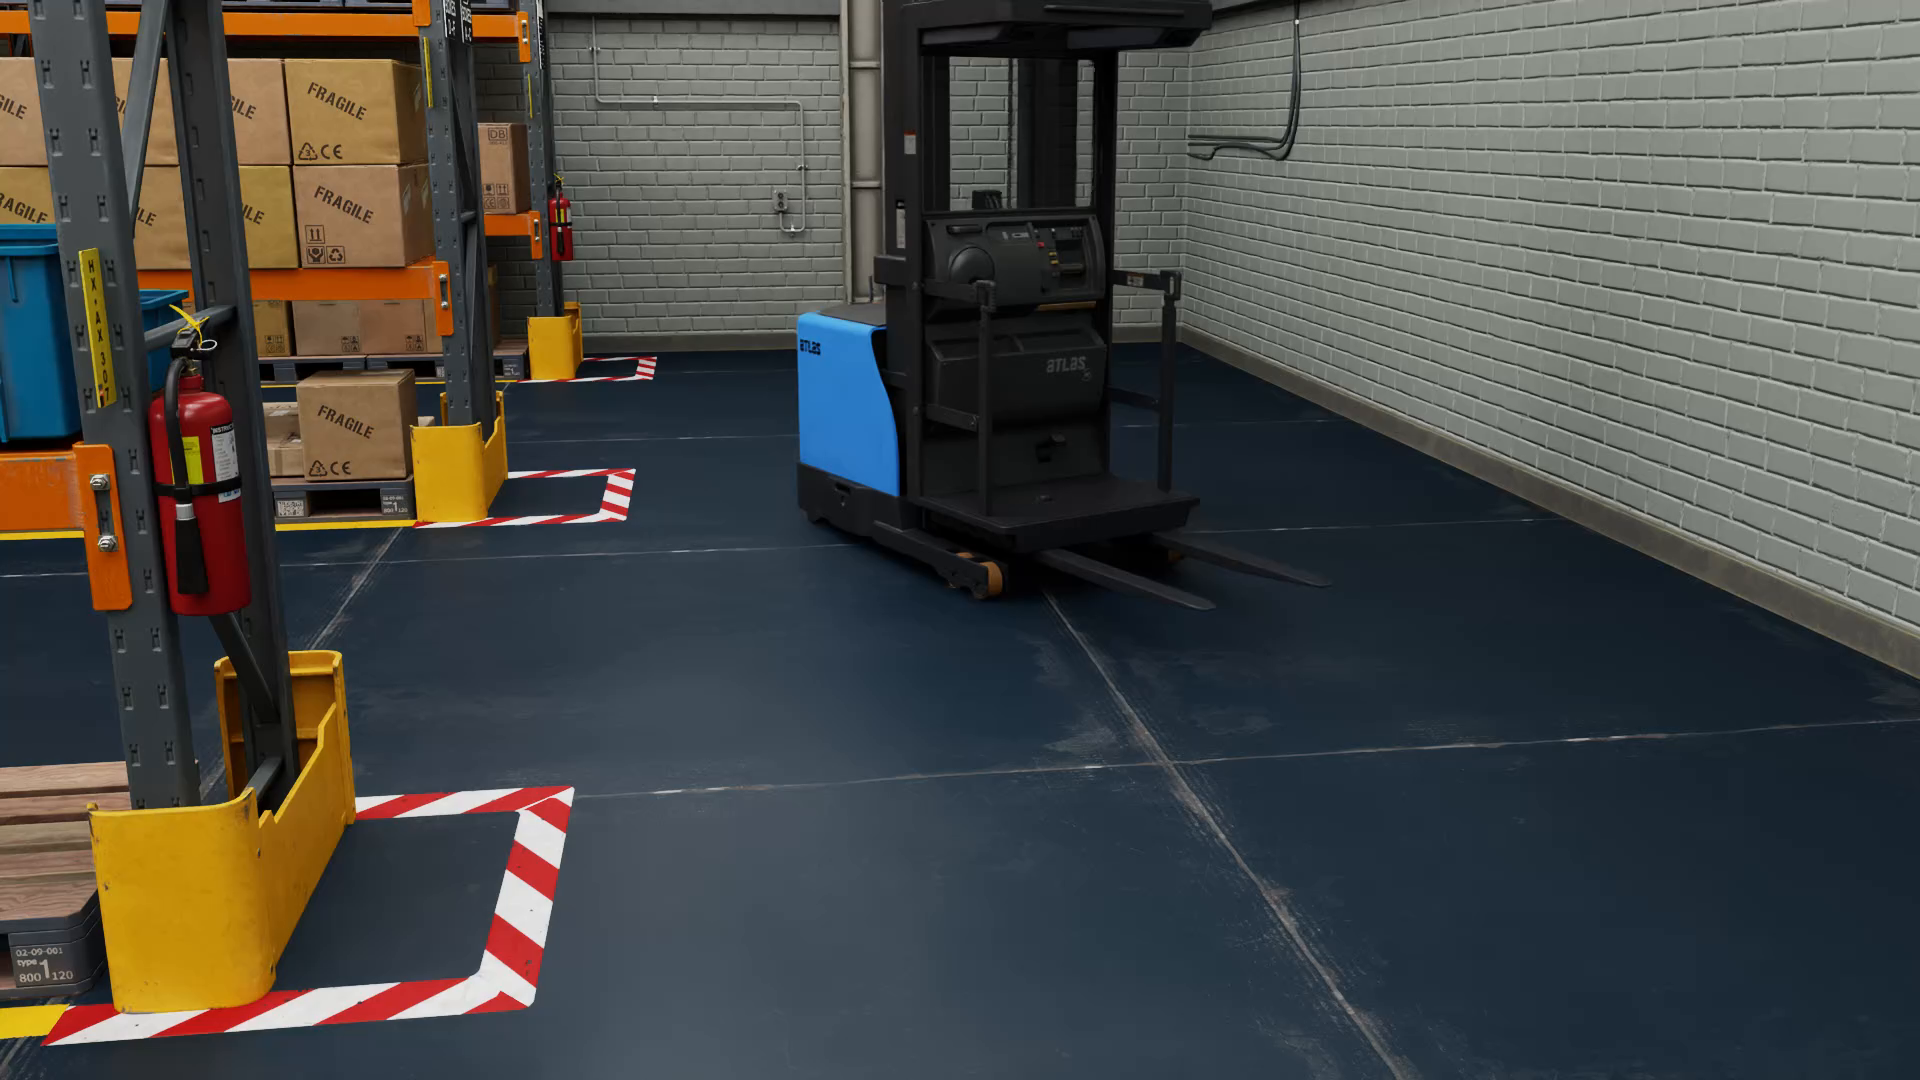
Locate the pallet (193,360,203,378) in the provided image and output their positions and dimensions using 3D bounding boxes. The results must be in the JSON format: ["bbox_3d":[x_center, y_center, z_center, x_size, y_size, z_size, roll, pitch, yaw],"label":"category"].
[{"bbox_3d":[-6.577,-1.392,13.339,1.213,0.211,1.003,-2,14,-8],"label":"pallet"}]

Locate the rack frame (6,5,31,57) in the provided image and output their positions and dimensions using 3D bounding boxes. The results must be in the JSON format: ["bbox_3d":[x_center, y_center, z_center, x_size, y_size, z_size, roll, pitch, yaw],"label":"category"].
[{"bbox_3d":[-7.341,-2.736,12.965,0.127,3.000,1.000,-2,14,-8],"label":"rack frame"}]

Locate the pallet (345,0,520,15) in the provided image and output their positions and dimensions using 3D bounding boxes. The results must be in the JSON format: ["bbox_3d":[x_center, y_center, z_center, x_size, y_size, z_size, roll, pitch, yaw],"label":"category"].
[{"bbox_3d":[-4.118,-4.264,13.072,1.213,0.211,1.003,-2,14,-8],"label":"pallet"}]

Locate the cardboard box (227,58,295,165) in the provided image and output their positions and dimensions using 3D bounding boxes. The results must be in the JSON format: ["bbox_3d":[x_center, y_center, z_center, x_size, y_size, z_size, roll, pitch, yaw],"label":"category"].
[{"bbox_3d":[-3.542,-2.122,8.257,0.500,0.500,0.500,-2,14,-7],"label":"cardboard box"}]

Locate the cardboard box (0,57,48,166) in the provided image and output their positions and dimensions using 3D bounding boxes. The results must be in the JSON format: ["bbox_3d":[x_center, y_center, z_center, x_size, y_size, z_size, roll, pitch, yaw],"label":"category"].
[{"bbox_3d":[-4.562,-2.084,8.103,0.500,0.500,0.500,-2,14,-7],"label":"cardboard box"}]

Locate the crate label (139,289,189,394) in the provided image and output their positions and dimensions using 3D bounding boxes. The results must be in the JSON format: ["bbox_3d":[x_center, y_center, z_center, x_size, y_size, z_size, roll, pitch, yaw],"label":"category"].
[{"bbox_3d":[-2.203,-0.516,4.334,0.303,0.233,0.416,-2,14,-8],"label":"crate label"}]

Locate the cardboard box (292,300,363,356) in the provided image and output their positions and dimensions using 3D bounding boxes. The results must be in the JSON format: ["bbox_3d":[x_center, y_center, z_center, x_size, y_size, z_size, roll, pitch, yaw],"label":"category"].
[{"bbox_3d":[-5.055,-1.786,13.453,0.500,0.500,0.700,-3,14,-10],"label":"cardboard box"}]

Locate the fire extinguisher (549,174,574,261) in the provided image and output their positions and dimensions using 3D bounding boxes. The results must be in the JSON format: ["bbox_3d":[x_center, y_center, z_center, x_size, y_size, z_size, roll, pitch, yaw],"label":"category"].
[{"bbox_3d":[-3.168,-2.557,13.177,0.183,0.674,0.296,-2,14,-8],"label":"fire extinguisher"}]

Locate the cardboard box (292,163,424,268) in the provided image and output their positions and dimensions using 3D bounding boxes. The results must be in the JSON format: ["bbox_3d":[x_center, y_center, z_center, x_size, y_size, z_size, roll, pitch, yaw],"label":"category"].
[{"bbox_3d":[-3.046,-1.656,8.454,0.500,0.500,0.500,-2,14,-7],"label":"cardboard box"}]

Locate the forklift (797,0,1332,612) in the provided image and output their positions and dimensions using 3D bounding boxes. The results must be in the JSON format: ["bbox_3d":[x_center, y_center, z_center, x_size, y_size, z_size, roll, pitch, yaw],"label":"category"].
[{"bbox_3d":[0.380,-1.294,7.358,1.130,2.935,3.031,-9,17,-32],"label":"forklift"}]

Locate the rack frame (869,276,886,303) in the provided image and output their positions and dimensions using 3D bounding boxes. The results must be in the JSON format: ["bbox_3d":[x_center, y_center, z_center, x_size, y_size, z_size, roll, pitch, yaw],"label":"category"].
[{"bbox_3d":[-0.419,-0.822,9.010,0.015,1.200,0.240,-8,14,-28],"label":"rack frame"}]

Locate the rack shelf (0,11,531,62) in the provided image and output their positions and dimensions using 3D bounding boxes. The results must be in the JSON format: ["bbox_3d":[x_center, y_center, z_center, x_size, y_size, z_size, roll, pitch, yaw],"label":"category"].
[{"bbox_3d":[-5.363,-3.914,12.977,4.000,0.370,1.077,-2,14,-8],"label":"rack shelf"}]

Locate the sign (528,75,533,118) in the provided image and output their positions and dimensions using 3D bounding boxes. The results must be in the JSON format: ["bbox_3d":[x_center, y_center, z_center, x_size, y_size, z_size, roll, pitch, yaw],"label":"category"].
[{"bbox_3d":[-3.318,-3.426,12.851,0.005,0.325,0.100,-2,14,-8],"label":"sign"}]

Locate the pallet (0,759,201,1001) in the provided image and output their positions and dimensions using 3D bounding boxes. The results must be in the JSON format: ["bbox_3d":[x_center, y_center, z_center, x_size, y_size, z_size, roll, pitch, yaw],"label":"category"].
[{"bbox_3d":[-2.731,0.875,4.298,1.213,0.211,1.003,-2,14,-8],"label":"pallet"}]

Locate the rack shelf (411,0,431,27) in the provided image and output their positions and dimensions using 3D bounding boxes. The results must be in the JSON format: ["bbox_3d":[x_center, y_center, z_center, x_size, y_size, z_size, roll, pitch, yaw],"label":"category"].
[{"bbox_3d":[-4.622,-2.723,8.226,4.000,0.370,1.077,-2,14,-8],"label":"rack shelf"}]

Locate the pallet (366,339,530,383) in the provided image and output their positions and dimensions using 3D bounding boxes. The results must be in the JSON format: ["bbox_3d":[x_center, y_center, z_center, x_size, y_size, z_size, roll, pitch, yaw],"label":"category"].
[{"bbox_3d":[-4.165,-1.481,13.692,1.213,0.211,1.003,-2,14,-8],"label":"pallet"}]

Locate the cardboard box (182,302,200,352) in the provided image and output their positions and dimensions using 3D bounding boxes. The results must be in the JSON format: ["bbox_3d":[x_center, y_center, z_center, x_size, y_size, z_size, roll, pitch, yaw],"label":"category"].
[{"bbox_3d":[-6.089,-1.747,13.297,0.500,0.500,0.700,-2,14,-9],"label":"cardboard box"}]

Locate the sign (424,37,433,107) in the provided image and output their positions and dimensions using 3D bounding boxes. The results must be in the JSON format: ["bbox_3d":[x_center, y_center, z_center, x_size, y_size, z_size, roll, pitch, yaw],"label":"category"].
[{"bbox_3d":[-2.581,-2.270,8.078,0.005,0.325,0.100,-2,14,-8],"label":"sign"}]

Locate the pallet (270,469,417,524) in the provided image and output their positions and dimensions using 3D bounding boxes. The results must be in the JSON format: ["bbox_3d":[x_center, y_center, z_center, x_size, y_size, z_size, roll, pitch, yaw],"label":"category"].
[{"bbox_3d":[-3.507,-0.305,9.005,1.213,0.211,1.003,-2,14,-8],"label":"pallet"}]

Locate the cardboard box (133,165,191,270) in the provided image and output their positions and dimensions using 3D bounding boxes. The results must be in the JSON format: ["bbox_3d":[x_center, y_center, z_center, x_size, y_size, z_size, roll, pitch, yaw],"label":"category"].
[{"bbox_3d":[-4.053,-1.620,8.309,0.500,0.500,0.500,-2,14,-8],"label":"cardboard box"}]

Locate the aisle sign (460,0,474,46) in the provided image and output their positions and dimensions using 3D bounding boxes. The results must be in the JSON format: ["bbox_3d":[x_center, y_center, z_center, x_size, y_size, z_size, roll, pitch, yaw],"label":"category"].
[{"bbox_3d":[-2.620,-3.024,8.768,0.004,0.787,0.394,-2,14,-8],"label":"aisle sign"}]

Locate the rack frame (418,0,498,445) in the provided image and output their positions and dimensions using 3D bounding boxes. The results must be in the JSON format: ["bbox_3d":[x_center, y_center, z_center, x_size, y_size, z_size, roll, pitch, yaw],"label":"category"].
[{"bbox_3d":[-2.644,-1.690,8.792,0.127,3.000,1.000,-2,14,-8],"label":"rack frame"}]

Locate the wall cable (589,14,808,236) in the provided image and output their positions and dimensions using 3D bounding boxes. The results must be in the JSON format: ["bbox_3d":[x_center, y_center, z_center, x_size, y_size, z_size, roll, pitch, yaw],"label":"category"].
[{"bbox_3d":[-2.260,-3.648,14.512,1.851,1.984,0.084,-2,14,-8],"label":"wall cable"}]

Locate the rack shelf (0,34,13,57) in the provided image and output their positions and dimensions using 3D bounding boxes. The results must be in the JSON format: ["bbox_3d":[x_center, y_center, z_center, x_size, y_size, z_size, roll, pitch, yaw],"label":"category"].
[{"bbox_3d":[-9.319,-3.770,12.399,4.000,0.370,1.077,-2,14,-8],"label":"rack shelf"}]

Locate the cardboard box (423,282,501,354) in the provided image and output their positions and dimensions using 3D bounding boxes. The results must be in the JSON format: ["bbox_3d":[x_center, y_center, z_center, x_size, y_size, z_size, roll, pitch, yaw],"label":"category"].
[{"bbox_3d":[-4.063,-1.823,13.599,0.500,0.500,0.700,-2,14,-8],"label":"cardboard box"}]

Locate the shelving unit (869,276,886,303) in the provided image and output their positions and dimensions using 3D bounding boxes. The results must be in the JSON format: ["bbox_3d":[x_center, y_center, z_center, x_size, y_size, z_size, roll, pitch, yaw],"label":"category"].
[{"bbox_3d":[-0.205,-0.850,9.123,0.503,1.200,0.258,-8,14,-28],"label":"shelving unit"}]

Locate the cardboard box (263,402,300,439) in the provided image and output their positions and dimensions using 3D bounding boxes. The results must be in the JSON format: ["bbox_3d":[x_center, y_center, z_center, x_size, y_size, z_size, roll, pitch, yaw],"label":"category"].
[{"bbox_3d":[-3.718,-0.600,9.195,0.500,0.250,0.500,-2,14,-8],"label":"cardboard box"}]

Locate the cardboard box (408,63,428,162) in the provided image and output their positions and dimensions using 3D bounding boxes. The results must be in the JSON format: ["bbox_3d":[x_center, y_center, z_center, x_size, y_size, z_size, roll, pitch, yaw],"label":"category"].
[{"bbox_3d":[-3.122,-2.270,8.847,0.500,0.500,0.500,-2,14,-7],"label":"cardboard box"}]

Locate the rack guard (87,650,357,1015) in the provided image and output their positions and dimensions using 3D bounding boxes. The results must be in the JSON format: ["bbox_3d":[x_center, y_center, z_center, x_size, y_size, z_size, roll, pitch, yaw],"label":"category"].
[{"bbox_3d":[-1.888,0.711,4.361,0.348,0.500,1.175,-2,14,-8],"label":"rack guard"}]

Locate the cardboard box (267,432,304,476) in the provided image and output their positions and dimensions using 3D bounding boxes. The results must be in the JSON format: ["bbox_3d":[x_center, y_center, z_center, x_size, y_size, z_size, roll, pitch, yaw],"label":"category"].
[{"bbox_3d":[-3.559,-0.457,8.797,0.250,0.166,0.380,-2,14,-8],"label":"cardboard box"}]

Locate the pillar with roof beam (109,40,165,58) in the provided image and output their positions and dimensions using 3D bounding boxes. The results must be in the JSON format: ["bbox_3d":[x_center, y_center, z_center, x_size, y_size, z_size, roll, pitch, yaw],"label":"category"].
[{"bbox_3d":[-6.136,-4.844,9.037,0.400,9.000,9.100,-2,14,-8],"label":"pillar with roof beam"}]
